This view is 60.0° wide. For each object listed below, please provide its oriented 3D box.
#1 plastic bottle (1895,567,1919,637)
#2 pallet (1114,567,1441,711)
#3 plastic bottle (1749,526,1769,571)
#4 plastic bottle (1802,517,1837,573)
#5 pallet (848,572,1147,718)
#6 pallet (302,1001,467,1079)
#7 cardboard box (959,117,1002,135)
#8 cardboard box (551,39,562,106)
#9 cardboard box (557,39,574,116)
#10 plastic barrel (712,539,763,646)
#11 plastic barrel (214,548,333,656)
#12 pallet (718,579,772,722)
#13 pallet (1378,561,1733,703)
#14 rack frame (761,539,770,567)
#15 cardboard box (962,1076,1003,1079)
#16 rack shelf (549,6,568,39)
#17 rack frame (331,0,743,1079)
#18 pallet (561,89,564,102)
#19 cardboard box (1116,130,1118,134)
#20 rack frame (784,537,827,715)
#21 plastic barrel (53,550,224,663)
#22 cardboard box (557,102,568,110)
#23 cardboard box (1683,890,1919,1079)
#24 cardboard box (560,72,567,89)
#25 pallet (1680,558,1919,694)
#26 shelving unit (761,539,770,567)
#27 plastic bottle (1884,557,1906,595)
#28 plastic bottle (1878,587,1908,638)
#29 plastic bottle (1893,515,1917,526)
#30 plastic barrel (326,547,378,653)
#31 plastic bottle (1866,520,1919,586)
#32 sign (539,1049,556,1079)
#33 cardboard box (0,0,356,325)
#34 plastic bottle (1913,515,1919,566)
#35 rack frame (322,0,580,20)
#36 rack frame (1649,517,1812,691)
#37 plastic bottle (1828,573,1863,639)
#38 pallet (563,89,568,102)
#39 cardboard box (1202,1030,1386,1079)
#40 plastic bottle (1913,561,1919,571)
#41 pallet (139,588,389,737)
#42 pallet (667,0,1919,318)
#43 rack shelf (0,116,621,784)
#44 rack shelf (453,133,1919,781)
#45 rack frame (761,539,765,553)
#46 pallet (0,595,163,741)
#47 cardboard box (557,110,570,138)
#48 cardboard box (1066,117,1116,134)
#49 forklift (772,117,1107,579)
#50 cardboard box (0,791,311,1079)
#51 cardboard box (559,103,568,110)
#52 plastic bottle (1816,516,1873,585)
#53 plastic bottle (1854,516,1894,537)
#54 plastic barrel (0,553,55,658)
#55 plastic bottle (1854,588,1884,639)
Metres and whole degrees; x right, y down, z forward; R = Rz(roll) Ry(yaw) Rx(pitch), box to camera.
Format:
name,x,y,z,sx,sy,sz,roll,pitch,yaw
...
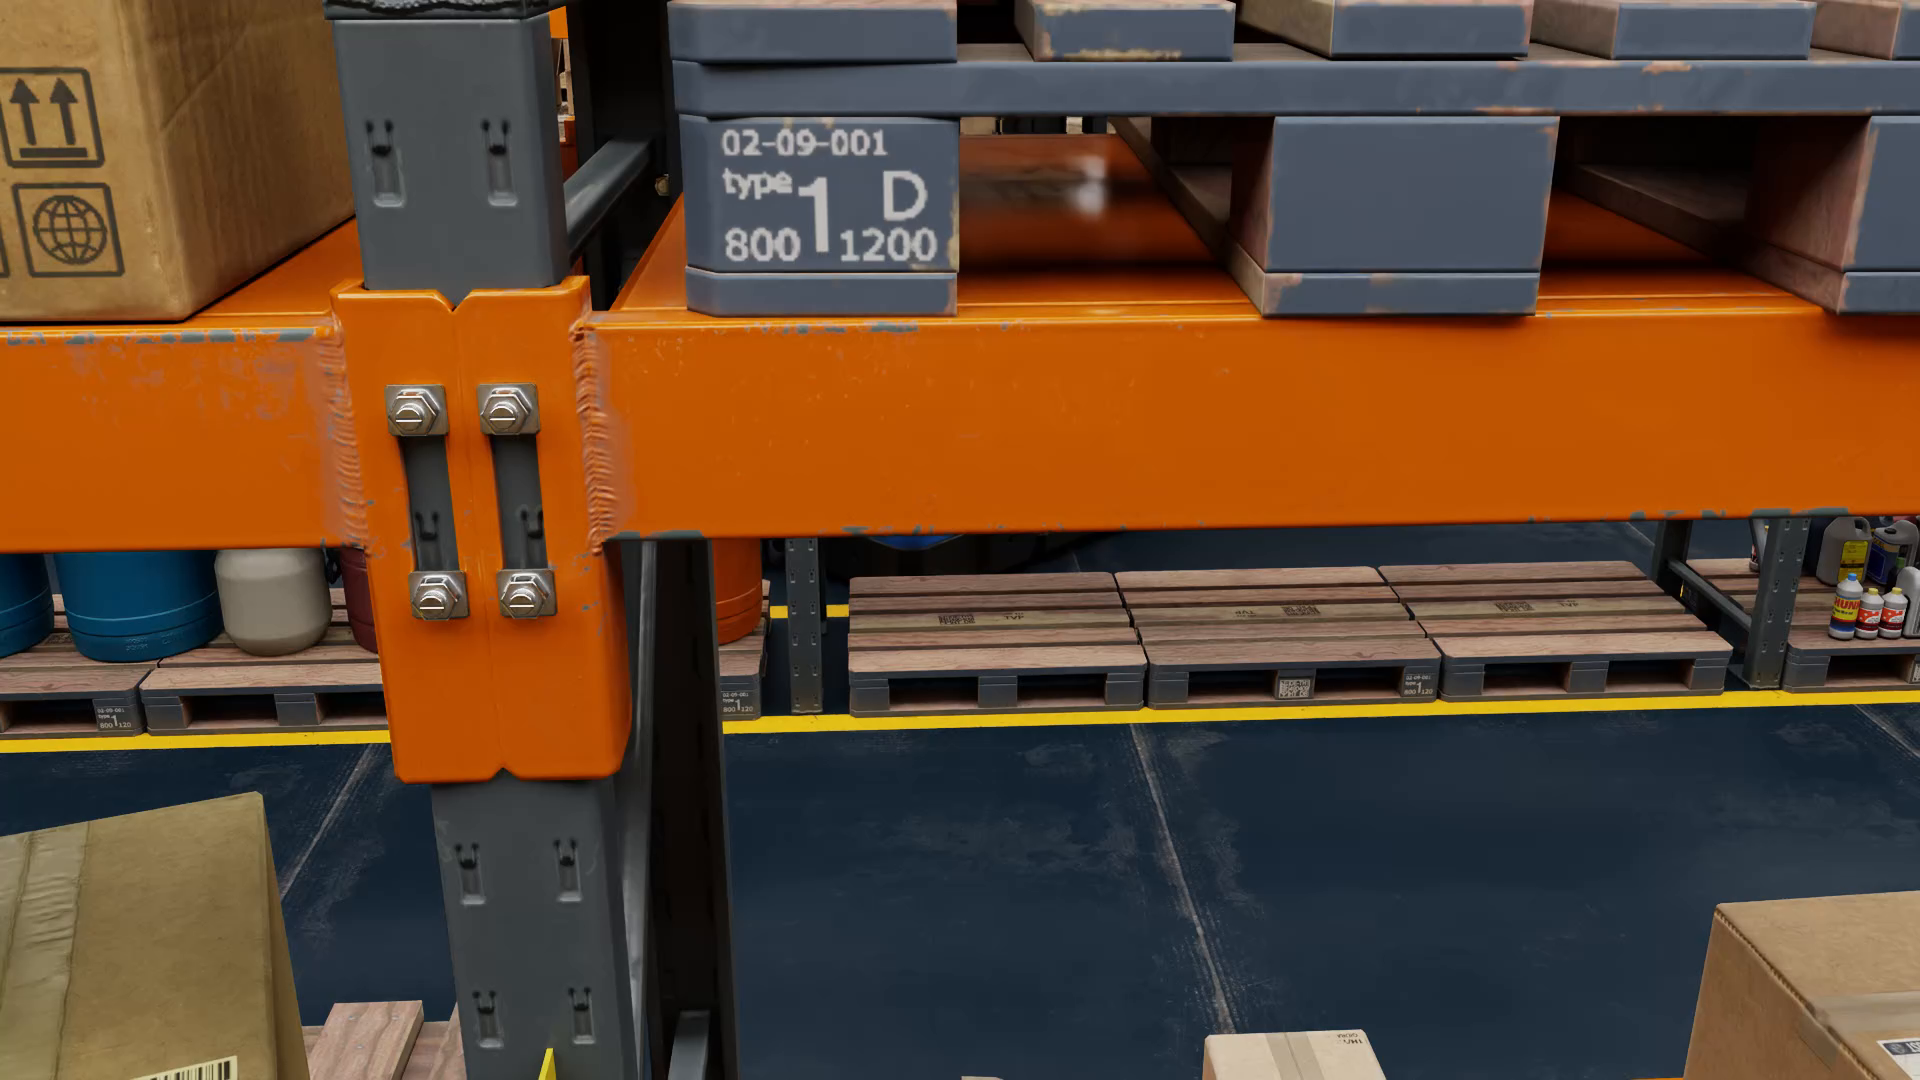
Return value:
name,x,y,z,sx,sy,sz,roll,pitch,yaw
plastic bottle,4.008,0.251,6.957,0.135,0.276,0.152,0,21,-1
pallet,1.341,0.409,7.250,1.213,0.211,1.003,-1,21,-3
plastic bottle,3.688,0.034,7.629,0.097,0.201,0.097,0,21,0
plastic bottle,3.970,-0.033,7.596,0.185,0.351,0.144,-2,21,-4
pallet,0.126,0.433,7.187,1.213,0.211,1.003,-1,21,-3
pallet,-1.043,1.020,1.997,1.003,0.211,1.213,-1,21,-3
cardboard box,0.156,-2.943,11.404,0.500,0.500,0.700,2,21,5
cardboard box,-2.983,-3.106,11.013,0.637,0.503,0.797,0,21,-1
cardboard box,-2.314,-3.122,11.055,0.637,0.503,0.797,-1,21,-2
plastic barrel,-1.137,-0.034,6.956,0.708,0.830,0.600,-1,21,-3
plastic barrel,-2.823,0.180,6.838,0.421,0.512,0.421,0,21,0
pallet,-1.434,0.466,7.101,1.213,0.211,1.003,-1,21,-3
pallet,2.562,0.383,7.318,1.213,0.211,1.003,-1,21,-3
rack frame,-1.066,-0.281,8.091,0.240,0.900,0.006,-4,21,-9
cardboard box,-0.005,0.941,2.059,0.500,0.311,0.500,0,21,0
rack shelf,-2.646,-1.893,6.174,4.000,0.370,1.077,-1,21,-3
rack frame,-0.371,0.891,2.064,0.127,3.000,1.000,-1,21,-3
pallet,-4.337,-4.185,15.666,1.213,0.211,1.003,-1,21,-3
cardboard box,1.336,-2.886,11.249,0.637,0.503,0.797,1,21,2
rack frame,-0.650,-0.868,6.686,0.127,3.000,1.000,-1,21,-3
plastic barrel,-3.392,-0.022,6.822,0.708,0.901,0.600,-1,21,-3
cardboard box,-2.958,-2.729,11.432,0.500,0.500,0.500,-1,21,-3
cardboard box,1.304,0.805,2.151,0.500,0.500,0.500,-2,21,-6
cardboard box,-3.657,-4.255,15.345,0.250,0.149,0.380,-2,21,-5
pallet,4.017,0.355,7.393,1.213,0.211,1.003,-1,21,-3
shelving unit,-1.083,-0.316,8.184,0.258,0.900,0.210,-4,21,-9
plastic bottle,4.002,0.209,7.055,0.133,0.283,0.061,-1,21,-3
plastic bottle,3.890,0.298,6.938,0.097,0.201,0.097,0,21,0
plastic bottle,4.322,-0.023,7.666,0.133,0.283,0.061,0,21,1
plastic barrel,-2.264,0.101,6.938,0.708,0.588,0.600,-1,21,-3
plastic bottle,4.196,0.050,7.482,0.135,0.276,0.152,-1,21,-3
sign,-0.330,0.580,1.367,0.005,0.325,0.100,-1,21,-3
cardboard box,-0.804,-0.536,1.458,0.500,0.500,0.910,-1,21,-3
plastic bottle,4.484,-0.043,7.623,0.185,0.351,0.144,-1,21,-3
rack frame,-0.371,-1.912,0.997,0.127,3.000,1.000,-1,21,-3
rack frame,3.344,-0.950,6.899,0.127,3.000,1.000,-1,21,-3
plastic bottle,3.687,0.269,6.915,0.097,0.271,0.097,0,21,0
pallet,-3.089,-4.247,15.831,1.213,0.211,1.003,-1,21,-3
cardboard box,0.512,0.892,2.415,0.250,0.149,0.380,-1,21,-3
plastic bottle,4.165,0.163,7.083,0.185,0.351,0.144,-1,21,-3
pallet,-2.649,0.489,7.039,1.213,0.211,1.003,-1,21,-3
pallet,0.302,-0.468,1.684,1.003,0.211,1.213,0,21,-1
rack shelf,-2.367,-0.134,1.552,4.000,0.370,1.077,-1,21,-3
rack shelf,1.626,-0.215,1.765,4.000,0.370,1.077,-1,21,-3
rack frame,-1.100,-0.352,8.278,0.240,0.900,0.006,-4,21,-9
pallet,-3.870,0.515,6.971,1.213,0.211,1.003,-1,21,-3
cardboard box,-2.427,-2.557,10.980,0.500,0.500,0.500,-2,21,-5
cardboard box,0.754,-2.706,11.134,0.500,0.250,0.500,-2,21,-5
forklift,0.440,-1.534,8.531,1.130,2.935,3.031,19,28,40
cardboard box,-0.993,0.701,1.833,0.500,0.500,0.700,-8,22,-21
cardboard box,-2.459,-2.738,11.457,0.500,0.500,0.500,-2,21,-4
plastic bottle,3.979,0.018,7.461,0.185,0.351,0.144,-1,21,-3
plastic bottle,4.162,-0.037,7.606,0.185,0.351,0.144,-2,21,-6
plastic barrel,-4.099,-0.008,6.784,0.708,0.901,0.600,-1,21,-3
plastic bottle,3.789,0.300,6.933,0.097,0.201,0.097,0,21,0
